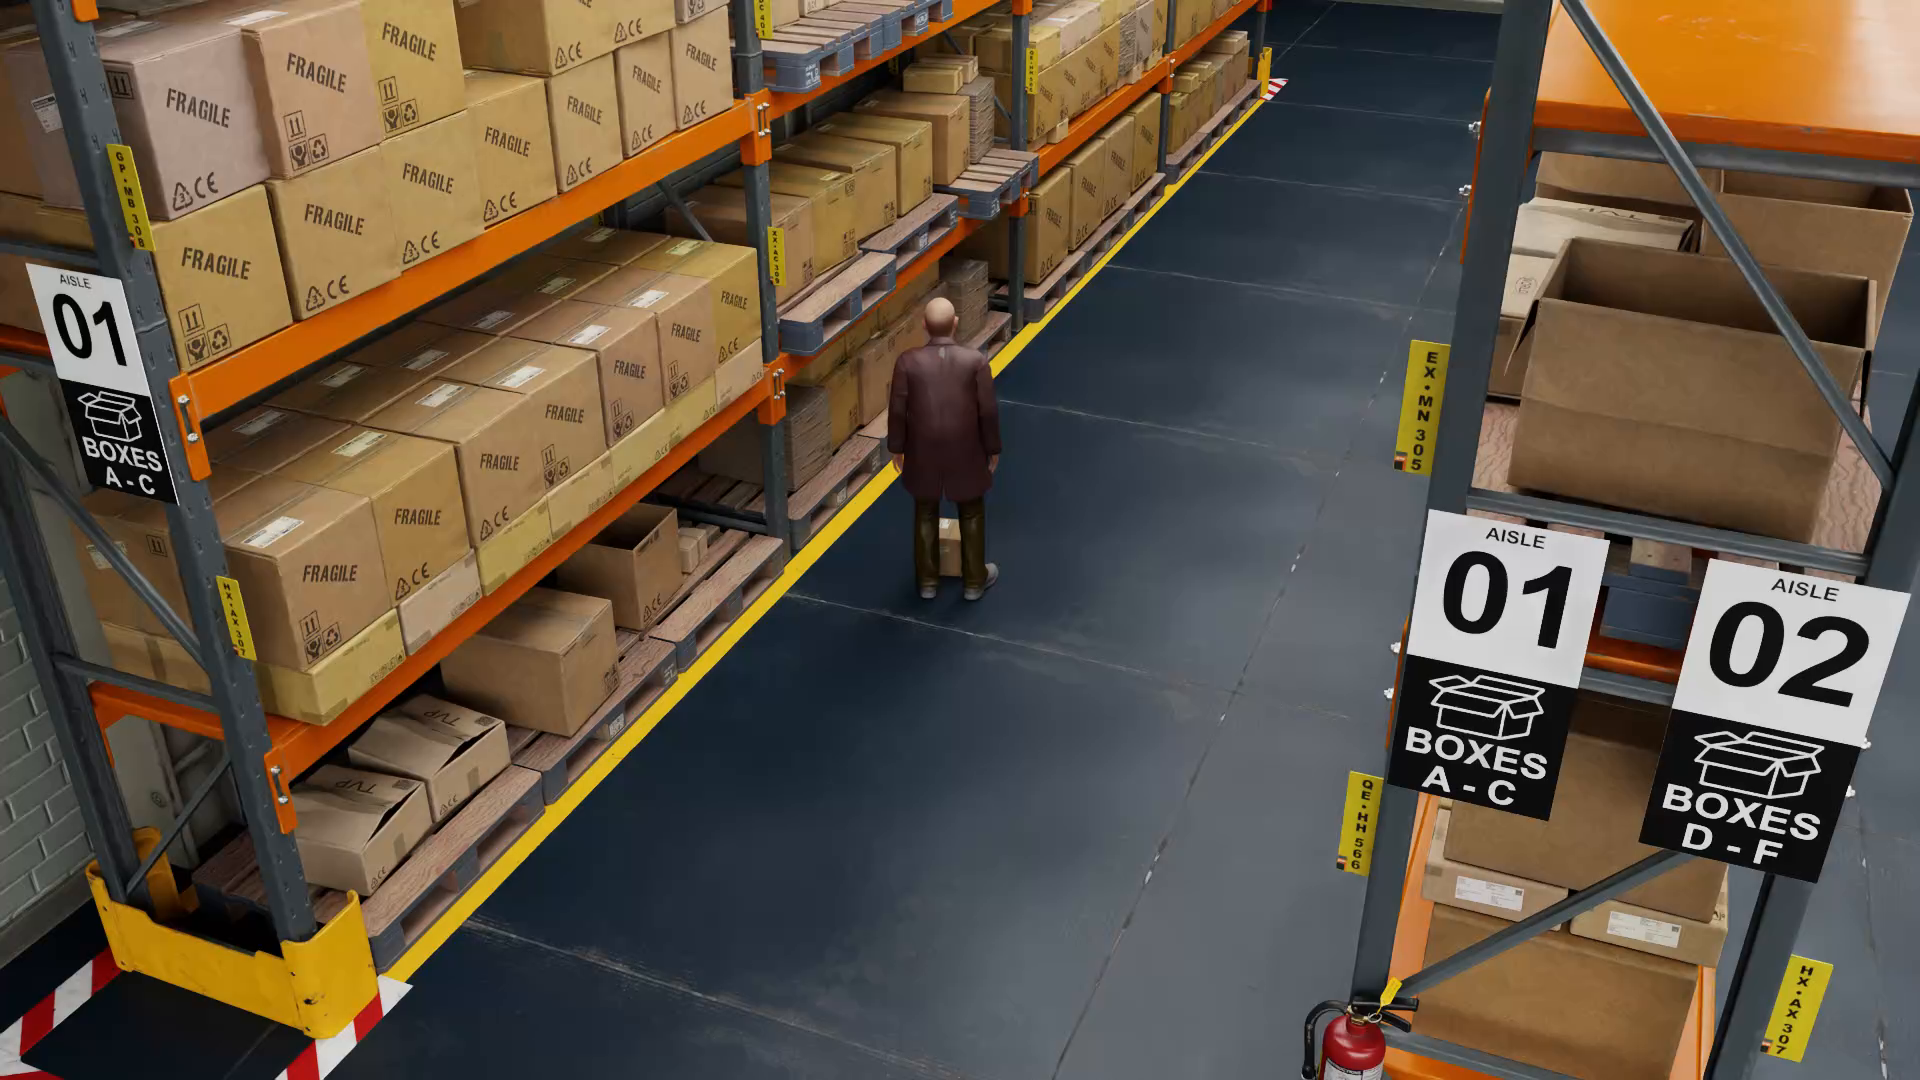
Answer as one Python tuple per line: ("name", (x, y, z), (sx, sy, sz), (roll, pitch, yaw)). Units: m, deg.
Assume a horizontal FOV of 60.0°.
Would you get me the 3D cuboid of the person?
("person", (-0.087, -0.498, 9.311), (0.646, 1.772, 0.429), (2, 29, 4))
